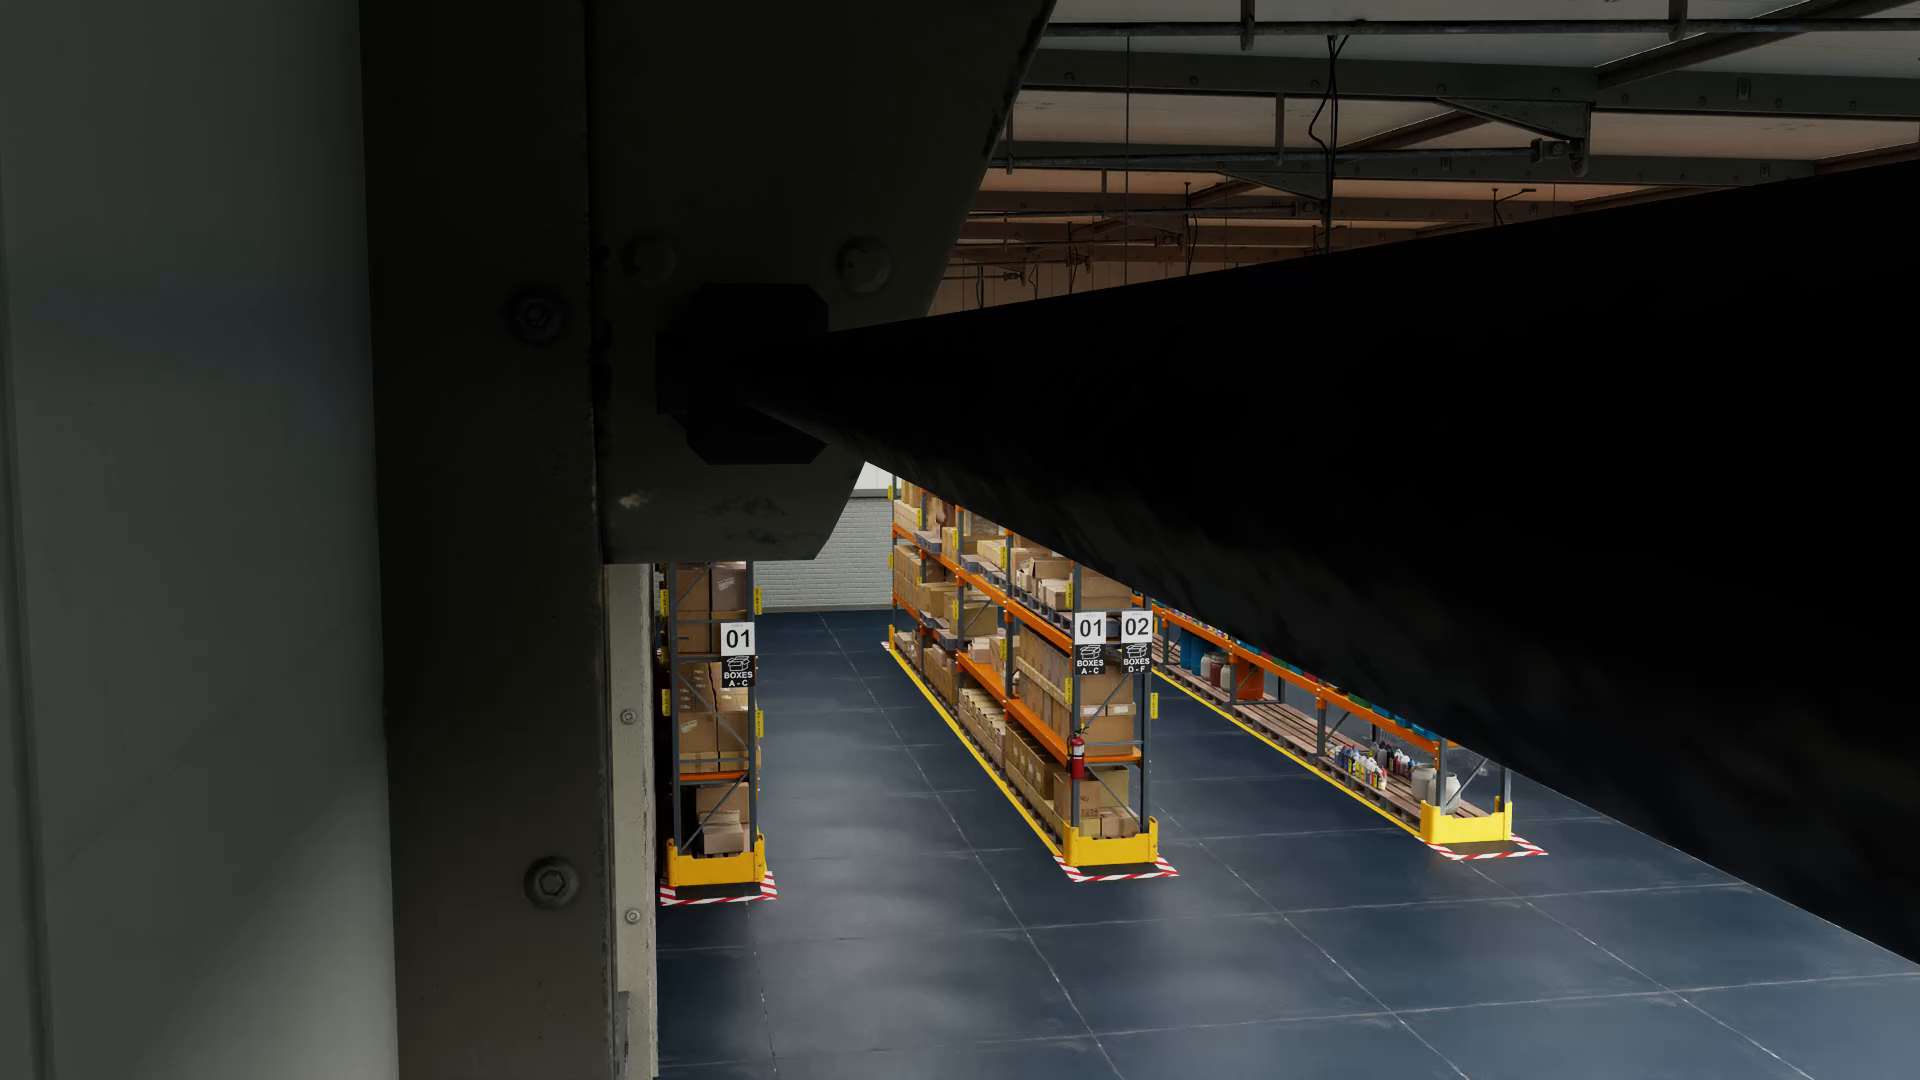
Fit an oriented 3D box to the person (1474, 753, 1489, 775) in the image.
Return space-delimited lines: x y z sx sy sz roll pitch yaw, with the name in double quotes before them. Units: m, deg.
"person" 8.119 2.852 25.272 0.525 1.526 0.676 -4 7 -31
